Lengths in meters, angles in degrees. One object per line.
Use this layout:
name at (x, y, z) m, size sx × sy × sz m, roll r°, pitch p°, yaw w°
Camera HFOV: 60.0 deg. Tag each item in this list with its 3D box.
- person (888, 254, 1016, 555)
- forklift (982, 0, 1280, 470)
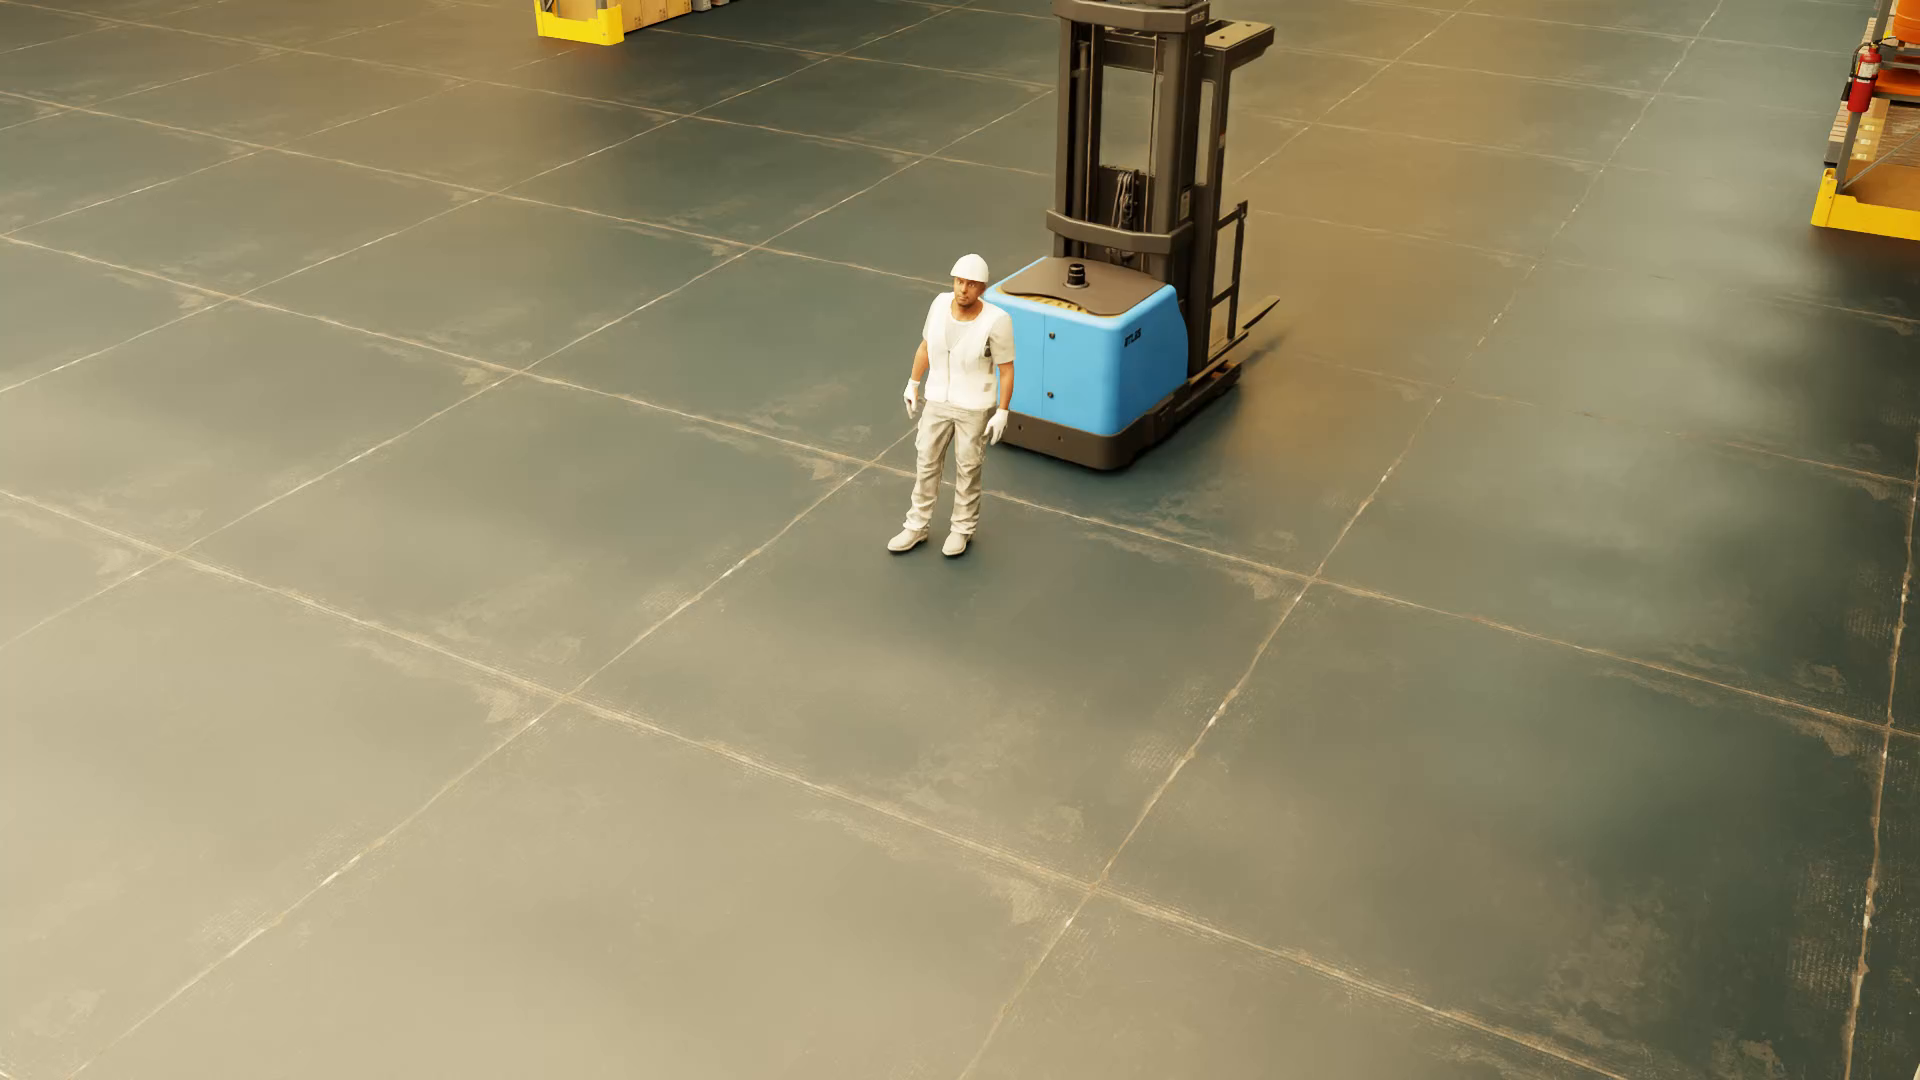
person at (-0.042, -0.748, 9.502) m, size 0.656 × 1.784 × 0.575 m, roll 15°, pitch 33°, yaw 25°
forklift at (1.356, -2.410, 11.247) m, size 1.130 × 2.935 × 3.031 m, roll 18°, pitch 35°, yaw 28°
